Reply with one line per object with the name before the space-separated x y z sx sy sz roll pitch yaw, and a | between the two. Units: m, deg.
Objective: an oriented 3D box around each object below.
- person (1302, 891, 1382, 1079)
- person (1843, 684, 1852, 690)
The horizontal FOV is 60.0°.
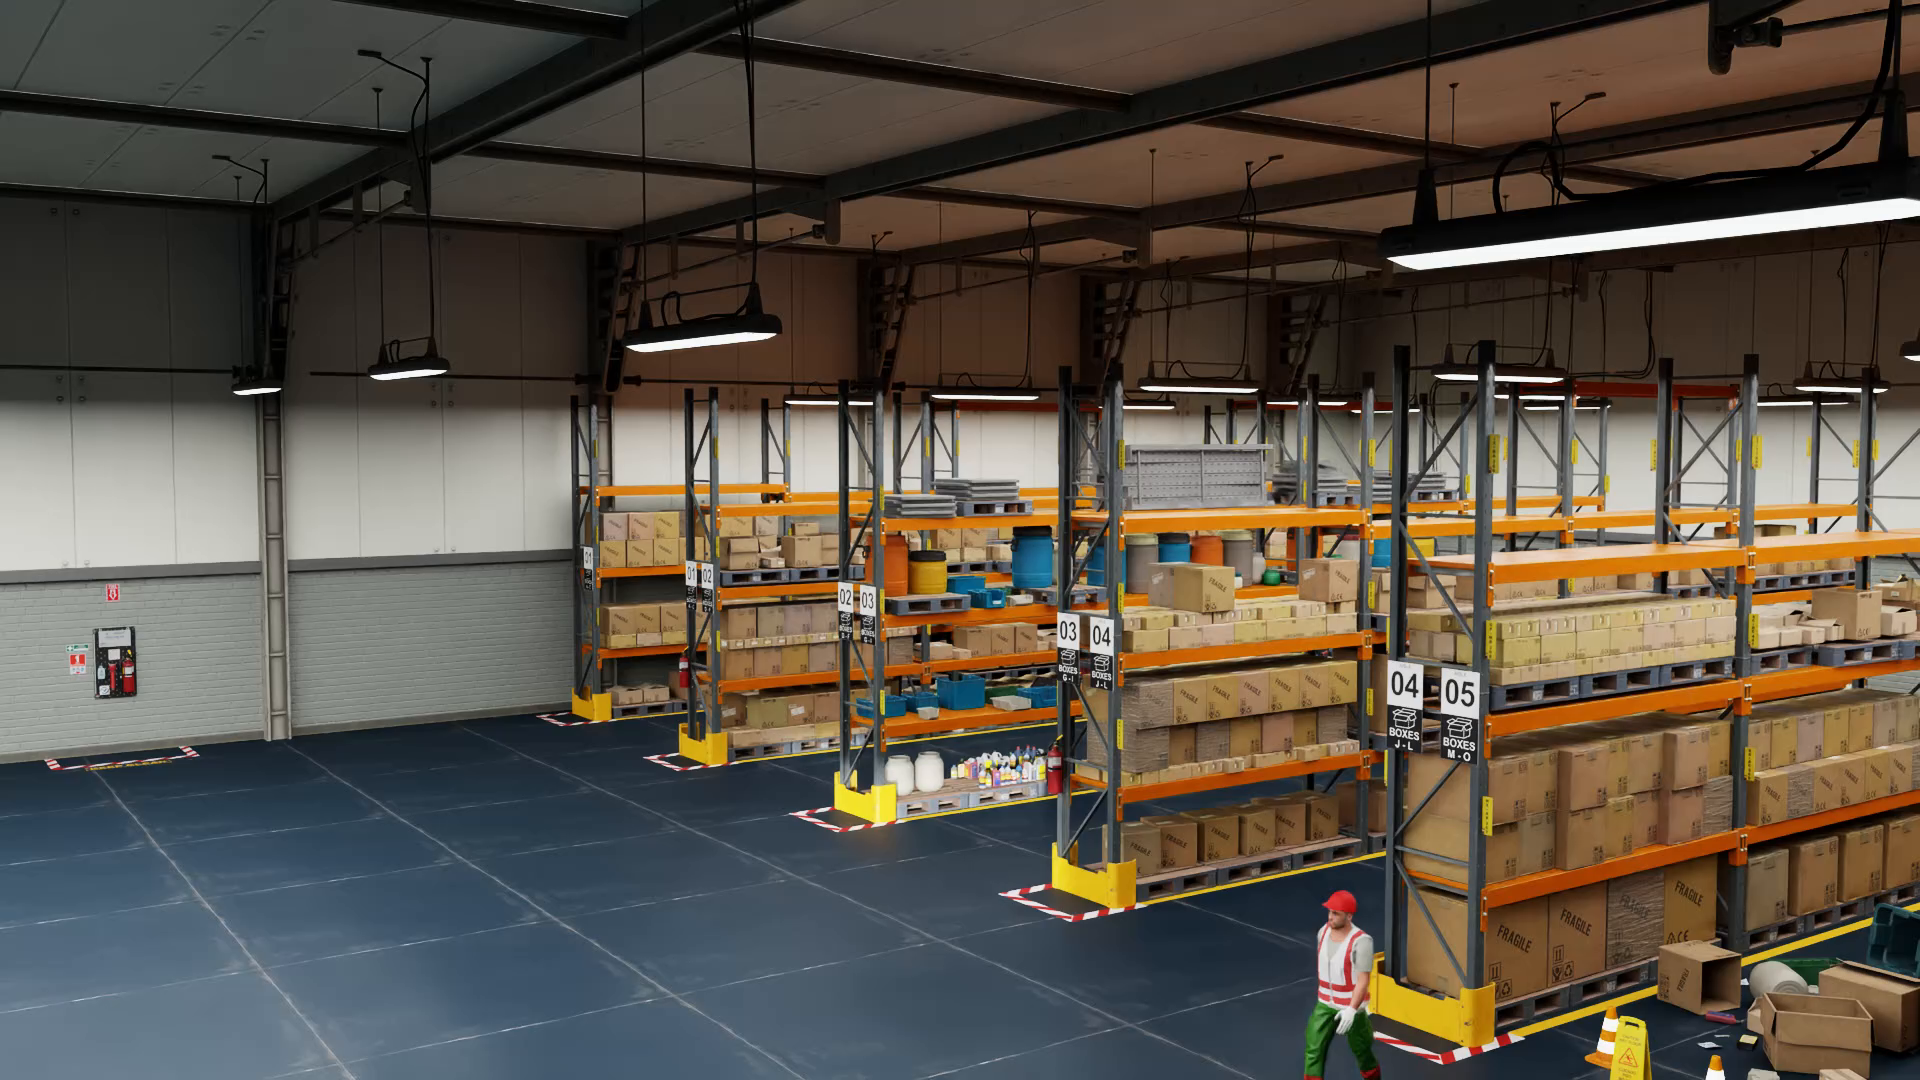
person | 2.842 3.515 12.550 1.020 1.737 0.550 -3 5 -42
person | 12.437 2.877 23.266 1.064 1.721 0.545 -2 4 -32
